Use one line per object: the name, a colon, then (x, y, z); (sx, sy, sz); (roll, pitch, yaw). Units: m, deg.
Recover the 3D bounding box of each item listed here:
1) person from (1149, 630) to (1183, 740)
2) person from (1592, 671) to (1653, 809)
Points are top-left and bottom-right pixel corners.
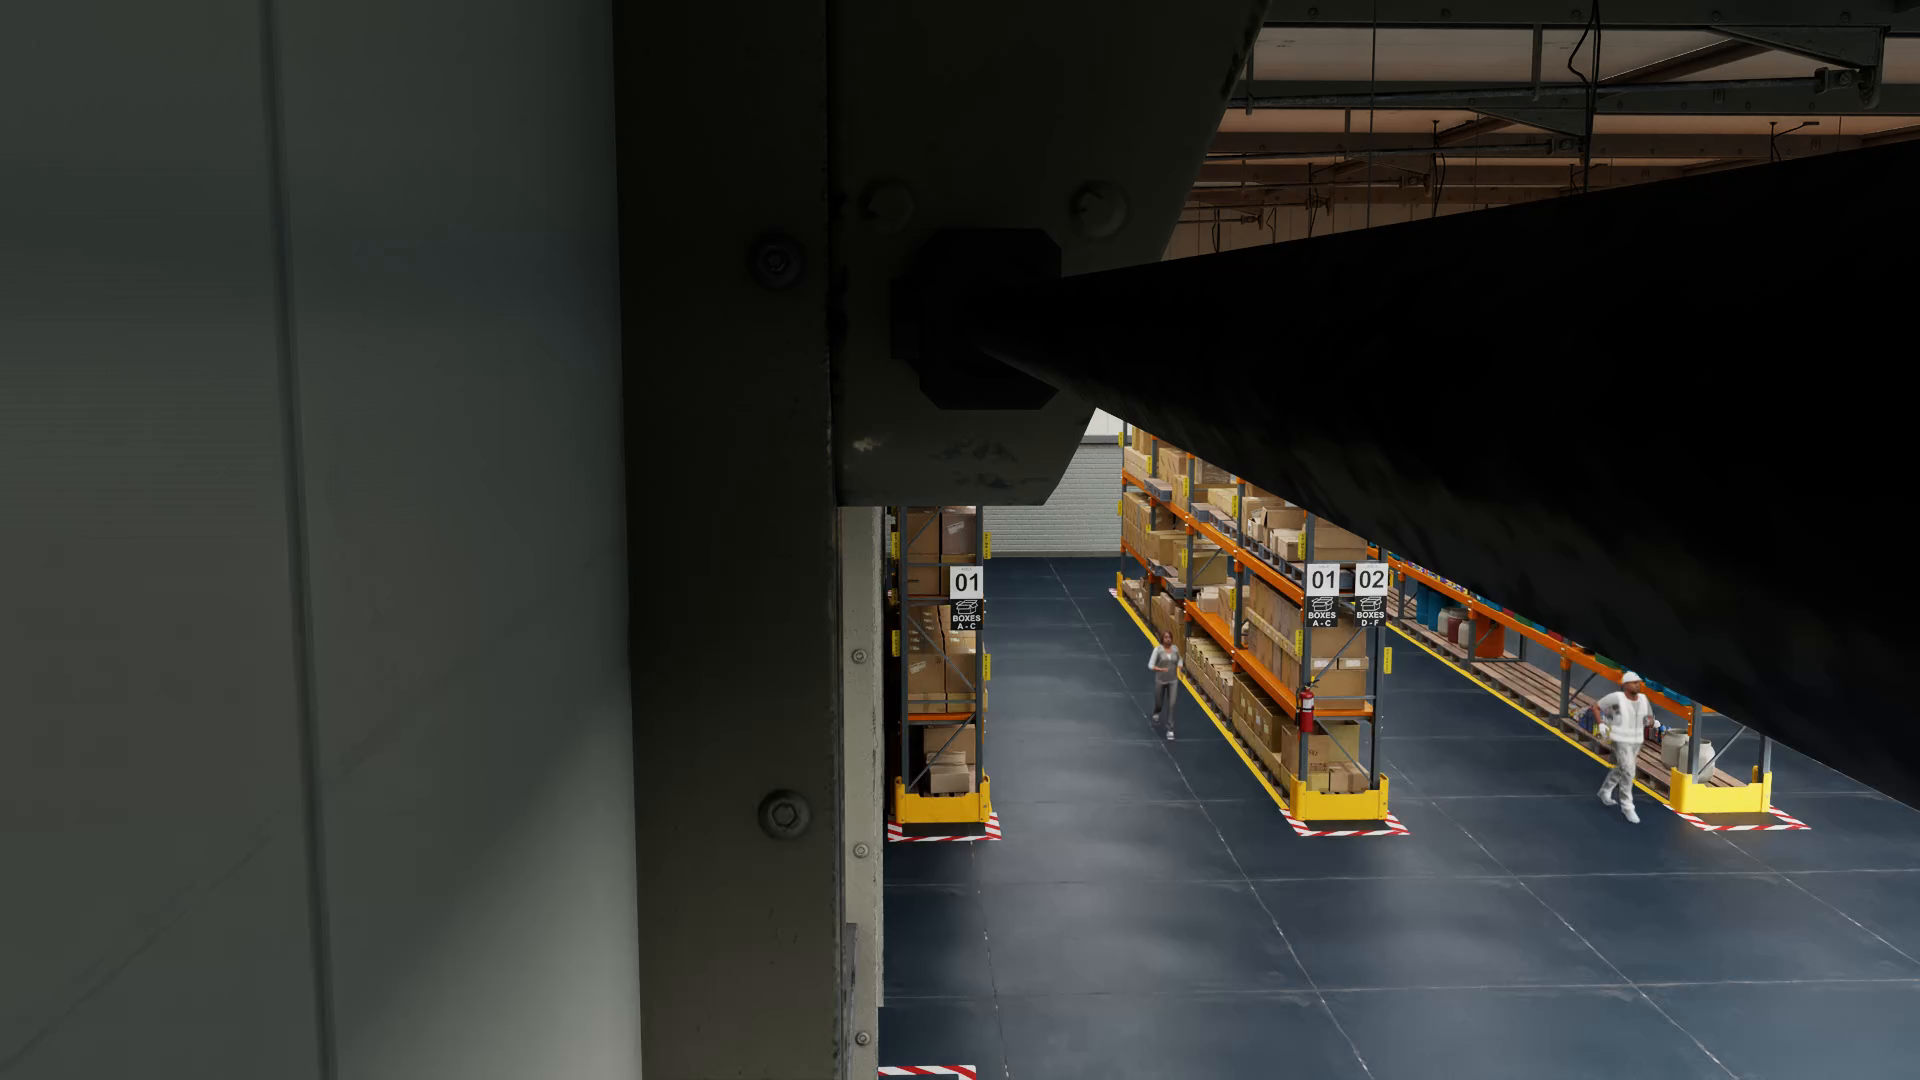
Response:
person: (3.048, 2.102, 24.577); (0.548, 1.571, 0.832); (-1, 8, -5)
person: (8.314, 2.459, 20.762); (0.667, 1.666, 0.723); (-3, 9, -20)
